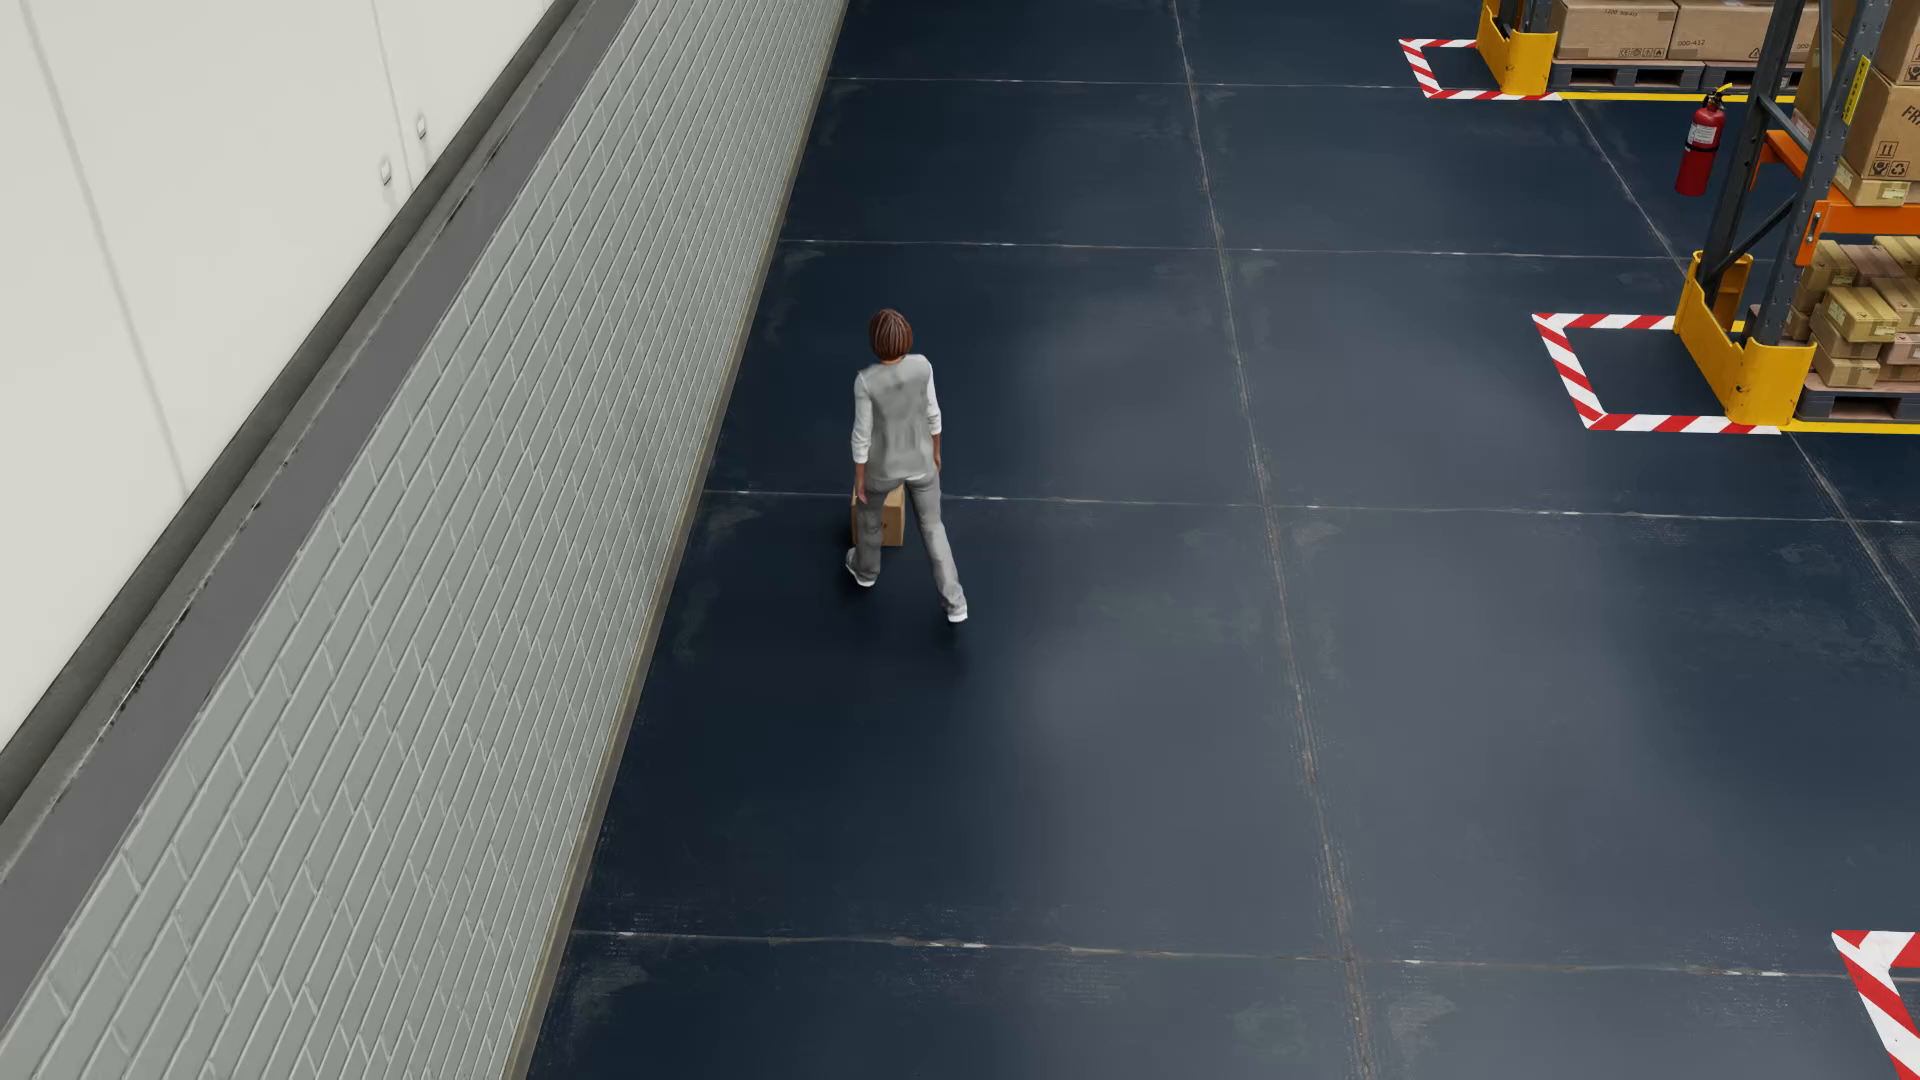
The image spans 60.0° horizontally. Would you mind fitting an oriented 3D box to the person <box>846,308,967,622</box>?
[{"bbox_3d":[-0.274,-0.354,7.586,0.473,1.564,0.809,-12,38,-16],"label":"person"}]
